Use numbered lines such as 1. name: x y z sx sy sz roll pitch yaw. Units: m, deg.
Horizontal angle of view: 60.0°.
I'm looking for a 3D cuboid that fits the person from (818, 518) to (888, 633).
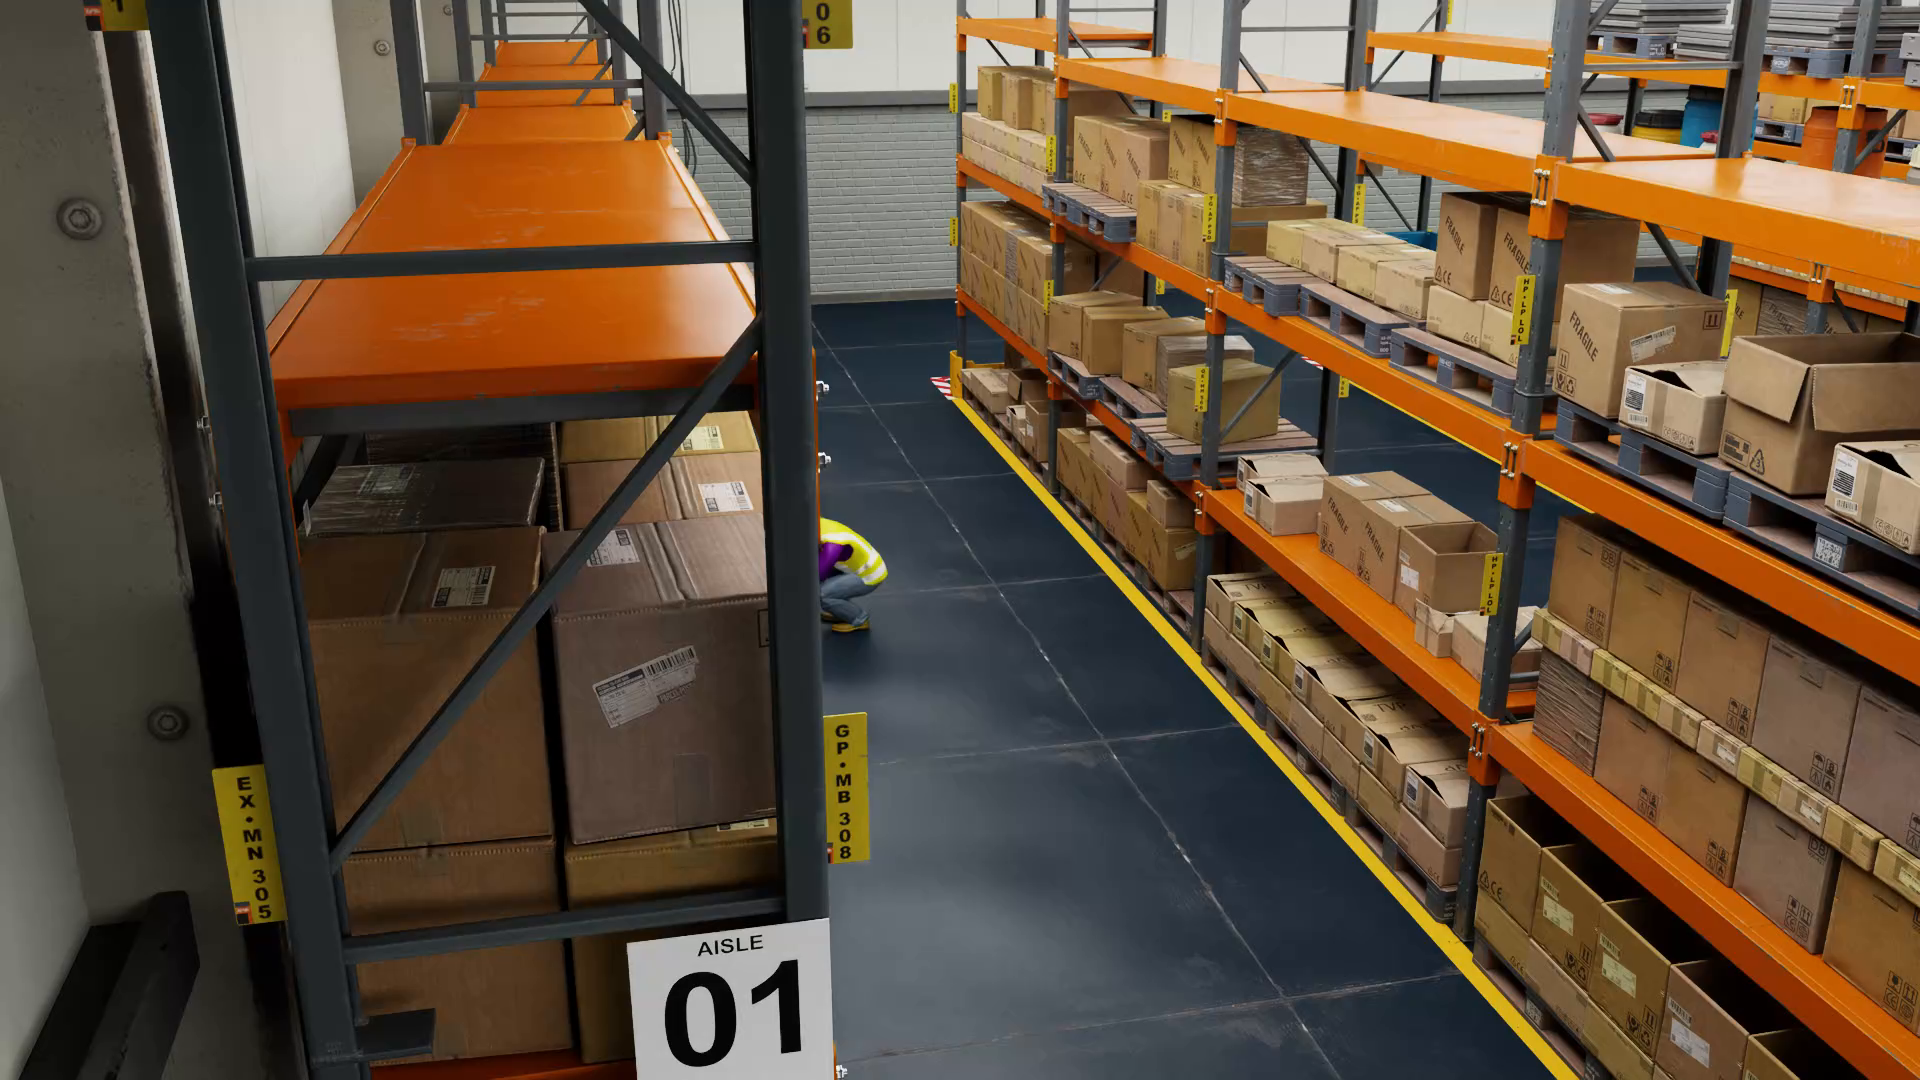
1. person: 8.637 -0.025 10.279 18.010 3.200 9.548 -4 20 -12
